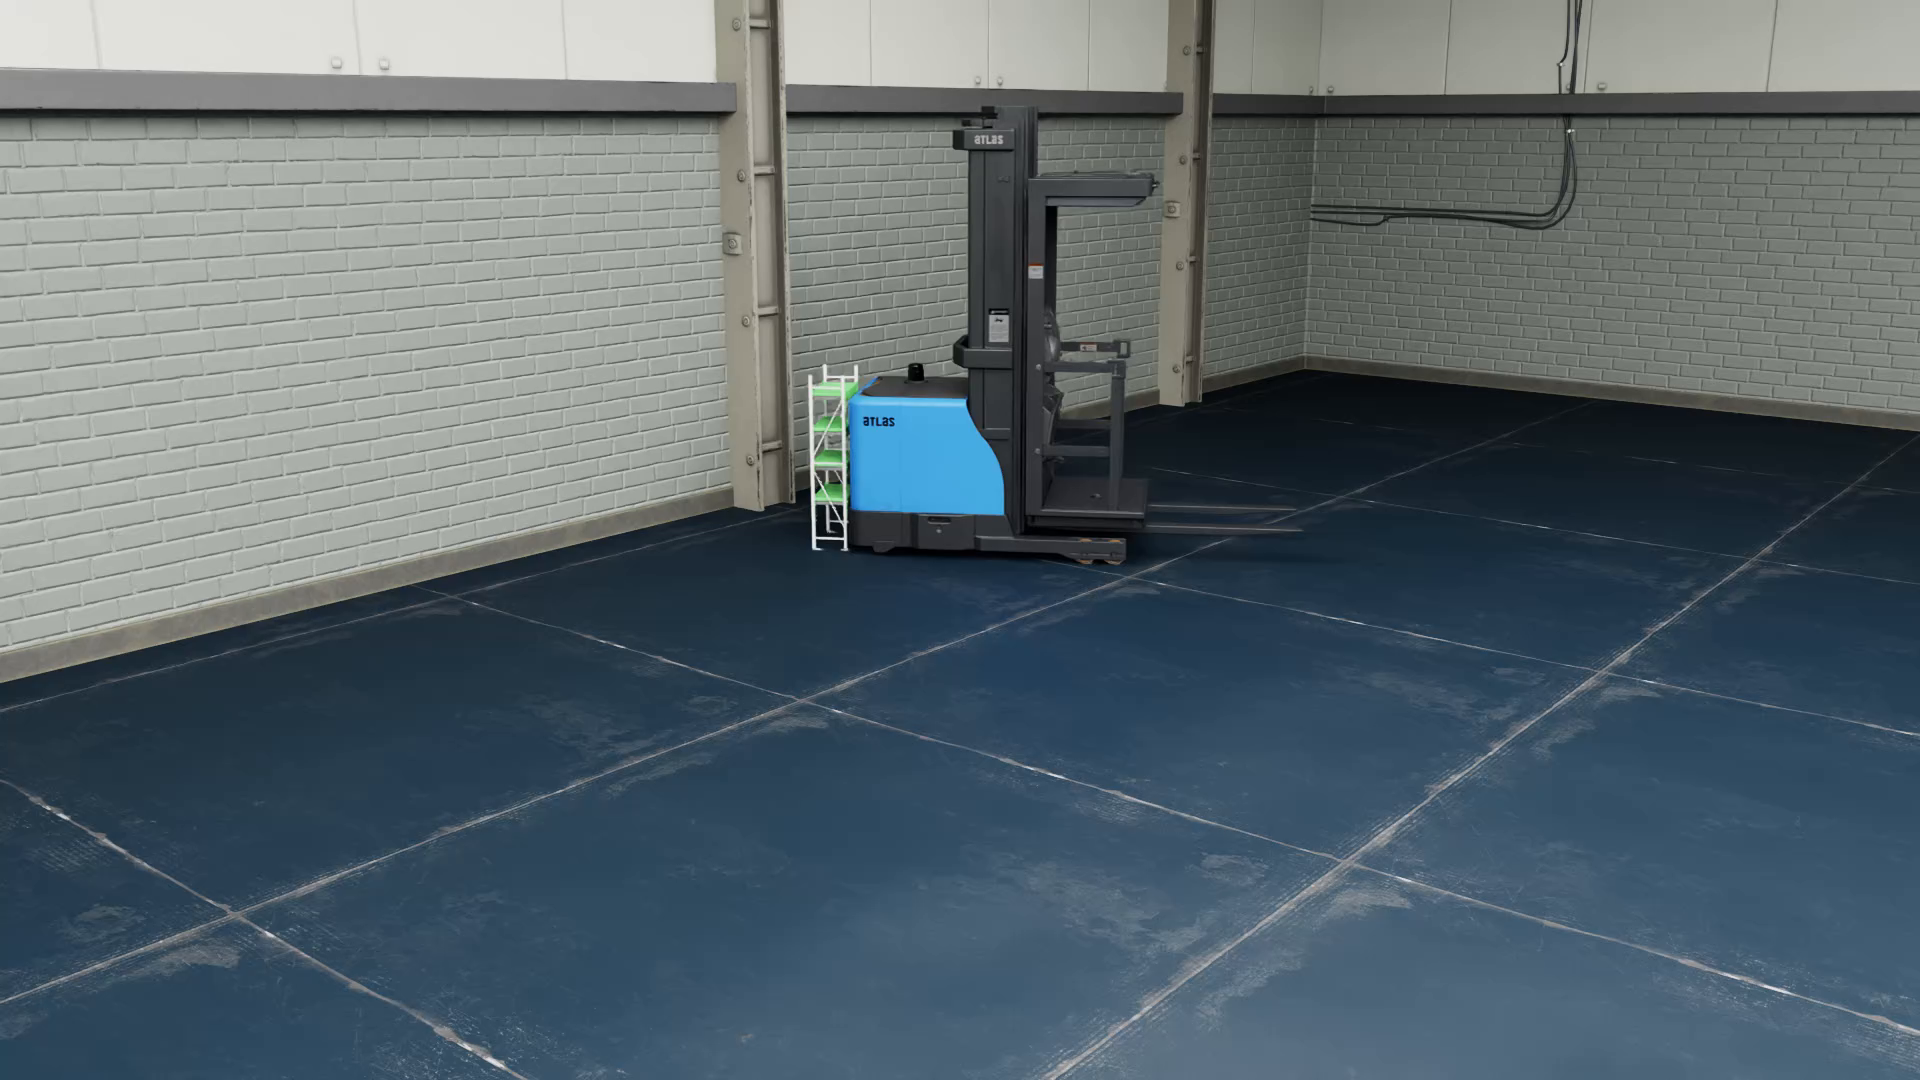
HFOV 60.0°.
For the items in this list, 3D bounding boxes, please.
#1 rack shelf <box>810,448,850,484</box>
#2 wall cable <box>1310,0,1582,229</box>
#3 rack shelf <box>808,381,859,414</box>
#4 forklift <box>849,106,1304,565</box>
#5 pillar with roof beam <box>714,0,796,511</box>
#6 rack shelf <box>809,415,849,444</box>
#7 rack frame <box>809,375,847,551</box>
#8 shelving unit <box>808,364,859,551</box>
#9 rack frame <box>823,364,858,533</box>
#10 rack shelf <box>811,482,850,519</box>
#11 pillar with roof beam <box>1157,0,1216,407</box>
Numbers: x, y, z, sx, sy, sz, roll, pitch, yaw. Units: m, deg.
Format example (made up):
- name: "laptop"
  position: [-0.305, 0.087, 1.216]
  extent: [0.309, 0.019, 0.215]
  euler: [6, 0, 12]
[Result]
- name: "rack shelf"
  position: [-0.859, -0.511, 11.456]
  extent: [0.258, 0.148, 0.480]
  euler: [2, 14, 7]
- name: "wall cable"
  position: [5.152, -4.640, 17.918]
  extent: [3.097, 2.526, 0.112]
  euler: [11, 18, 38]
- name: "rack shelf"
  position: [-0.859, -0.976, 11.338]
  extent: [0.258, 0.148, 0.480]
  euler: [2, 14, 7]
- name: "forklift"
  position: [0.805, -1.395, 11.161]
  extent: [3.031, 2.935, 1.130]
  euler: [2, 14, 7]
- name: "pillar with roof beam"
  position: [1.849, -3.970, 8.975]
  extent: [9.100, 9.000, 0.400]
  euler: [11, 18, 38]
- name: "rack shelf"
  position: [-0.859, -0.743, 11.397]
  extent: [0.258, 0.148, 0.480]
  euler: [2, 14, 7]
- name: "rack frame"
  position: [-0.888, -0.513, 11.205]
  extent: [0.240, 1.200, 0.015]
  euler: [2, 14, 7]
- name: "shelving unit"
  position: [-0.859, -0.573, 11.440]
  extent: [0.258, 1.200, 0.503]
  euler: [2, 14, 7]
- name: "rack frame"
  position: [-0.830, -0.632, 11.675]
  extent: [0.240, 1.200, 0.015]
  euler: [2, 14, 7]
- name: "rack shelf"
  position: [-0.859, -0.278, 11.515]
  extent: [0.258, 0.148, 0.480]
  euler: [2, 14, 7]
- name: "pillar with roof beam"
  position: [5.620, -5.119, 13.498]
  extent: [9.100, 9.000, 0.400]
  euler: [11, 18, 38]
